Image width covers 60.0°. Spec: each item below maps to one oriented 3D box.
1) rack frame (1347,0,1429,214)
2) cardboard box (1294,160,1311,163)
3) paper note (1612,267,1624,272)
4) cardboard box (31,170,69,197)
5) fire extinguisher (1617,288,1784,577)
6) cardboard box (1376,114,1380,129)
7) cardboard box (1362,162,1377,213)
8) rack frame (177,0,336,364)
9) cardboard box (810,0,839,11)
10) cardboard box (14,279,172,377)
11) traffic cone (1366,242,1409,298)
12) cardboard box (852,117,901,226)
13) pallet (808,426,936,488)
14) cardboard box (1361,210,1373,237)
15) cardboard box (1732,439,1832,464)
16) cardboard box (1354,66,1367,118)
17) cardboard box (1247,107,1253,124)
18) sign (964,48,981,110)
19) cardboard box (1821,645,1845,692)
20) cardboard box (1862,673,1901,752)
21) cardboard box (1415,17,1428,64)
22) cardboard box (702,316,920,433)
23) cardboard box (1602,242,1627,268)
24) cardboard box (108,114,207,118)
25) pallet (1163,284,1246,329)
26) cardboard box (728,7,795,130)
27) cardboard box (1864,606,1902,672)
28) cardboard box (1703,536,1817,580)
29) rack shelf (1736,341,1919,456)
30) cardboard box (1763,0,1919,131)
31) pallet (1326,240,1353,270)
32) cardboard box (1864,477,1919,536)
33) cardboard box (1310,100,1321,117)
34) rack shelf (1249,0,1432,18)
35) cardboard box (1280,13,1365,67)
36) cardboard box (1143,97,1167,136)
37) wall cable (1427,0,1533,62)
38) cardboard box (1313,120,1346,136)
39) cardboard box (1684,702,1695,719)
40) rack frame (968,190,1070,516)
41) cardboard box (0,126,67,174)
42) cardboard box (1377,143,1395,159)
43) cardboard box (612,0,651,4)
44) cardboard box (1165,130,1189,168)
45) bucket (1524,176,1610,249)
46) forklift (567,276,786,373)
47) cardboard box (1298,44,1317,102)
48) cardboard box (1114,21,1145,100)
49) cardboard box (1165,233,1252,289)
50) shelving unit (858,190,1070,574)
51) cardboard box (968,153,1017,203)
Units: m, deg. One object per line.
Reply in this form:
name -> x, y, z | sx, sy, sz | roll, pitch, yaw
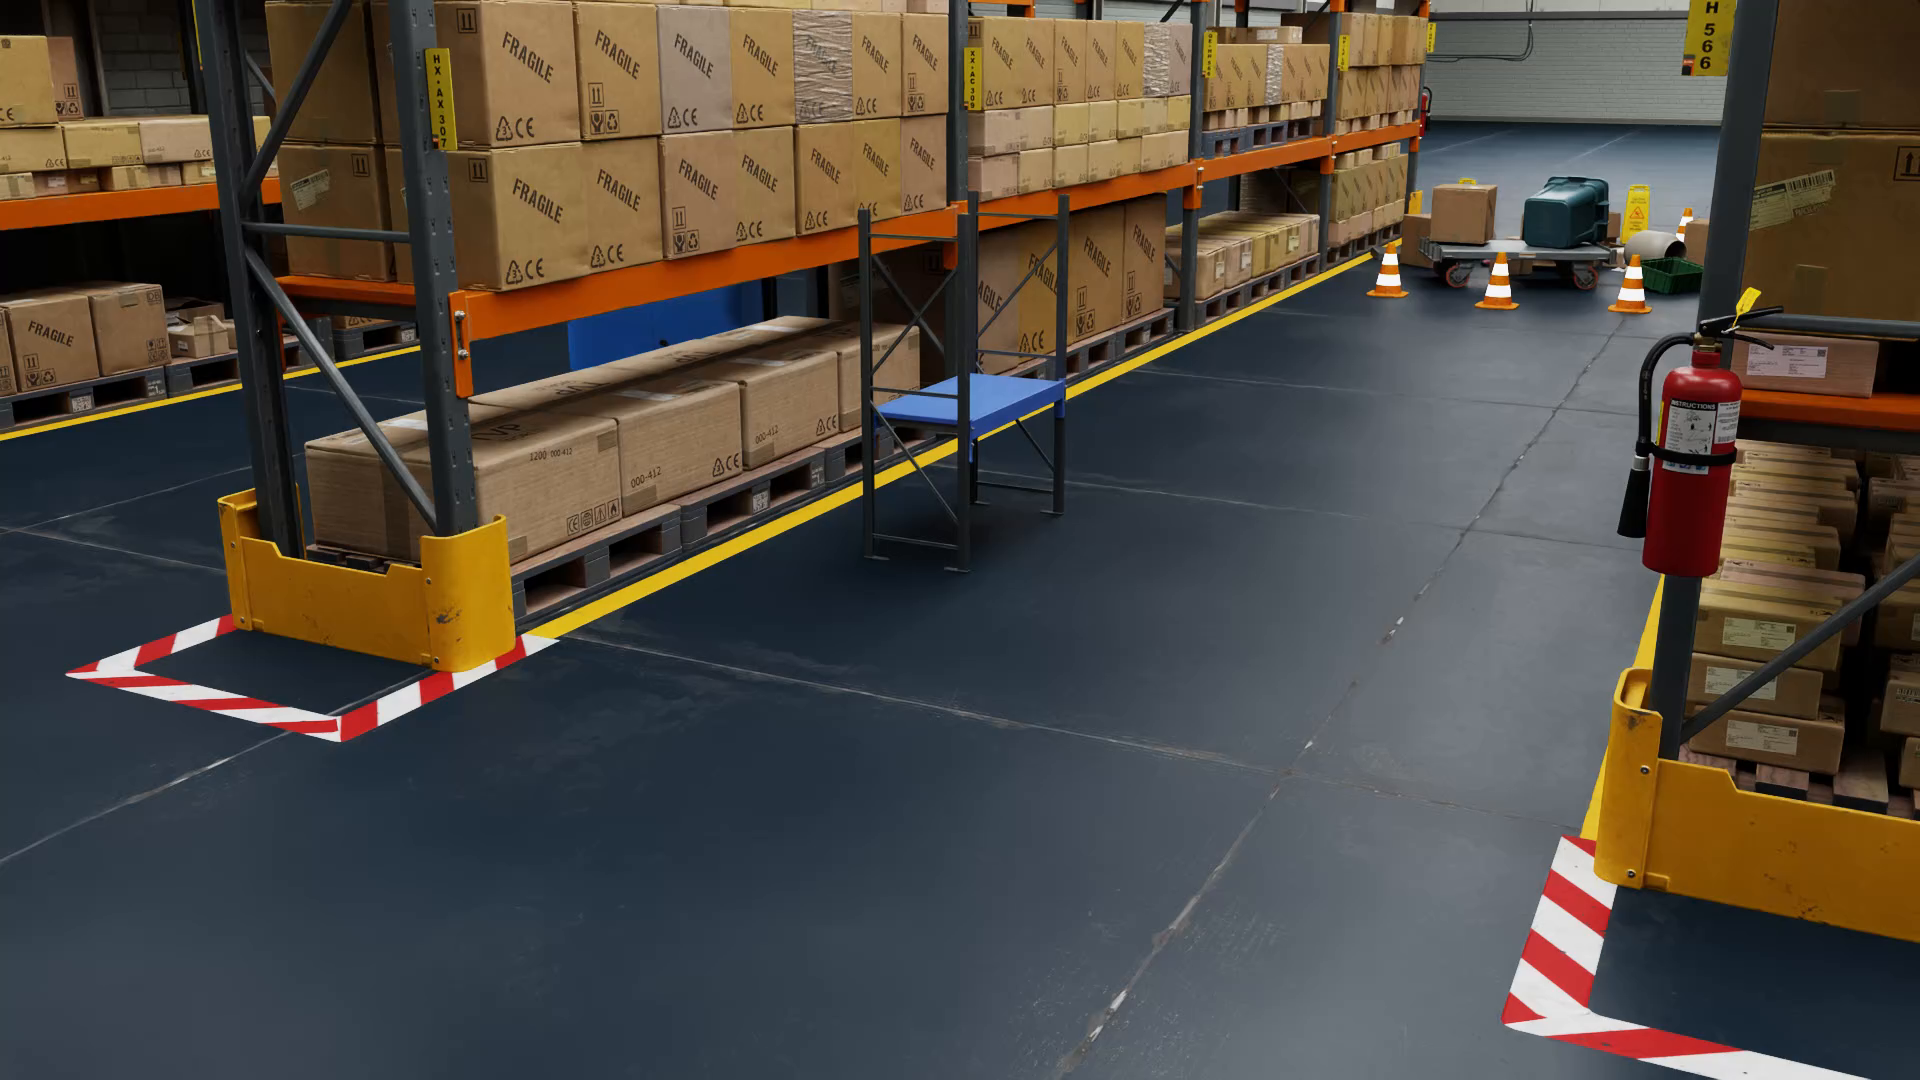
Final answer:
rack frame -> 4.933, -5.157, 19.619 | 1.000, 3.000, 0.127 | 8, 18, 25
cardboard box -> 3.623, -3.826, 17.911 | 0.500, 0.500, 0.500 | 9, 19, 28
paper note -> 6.589, -2.686, 16.527 | 0.155, 0.023, 0.172 | -15, 22, -41
cardboard box -> -5.493, -2.106, 9.789 | 0.380, 0.149, 0.250 | 8, 18, 25
fire extinguisher -> 1.732, -0.256, 3.909 | 0.296, 0.674, 0.183 | 8, 18, 25
cardboard box -> 4.241, -4.450, 17.678 | 0.380, 0.149, 0.250 | 8, 18, 25
cardboard box -> 4.113, -3.766, 17.712 | 0.500, 0.500, 0.500 | 9, 19, 28
rack frame -> -4.871, -2.731, 11.451 | 1.000, 3.000, 0.127 | 8, 18, 25
cardboard box -> -0.793, -2.569, 7.834 | 0.380, 0.149, 0.250 | 8, 18, 25
cardboard box -> -5.420, -1.336, 10.407 | 0.700, 0.500, 0.500 | 7, 18, 23
traffic cone -> 3.844, -2.428, 14.886 | 0.336, 0.463, 0.334 | 8, 18, 25
cardboard box -> -0.632, -1.866, 8.363 | 0.500, 0.500, 0.500 | 8, 18, 24
pallet -> -0.839, -0.580, 9.106 | 1.003, 0.211, 1.213 | 8, 18, 25
cardboard box -> 4.114, -3.410, 17.829 | 0.500, 0.250, 0.500 | 8, 18, 25
cardboard box -> 3.178, -0.298, 6.483 | 0.380, 0.149, 0.250 | 9, 19, 27
cardboard box -> 3.795, -4.536, 16.830 | 0.500, 0.500, 0.500 | 8, 18, 25
cardboard box -> 2.261, -3.606, 14.102 | 0.380, 0.149, 0.250 | 9, 19, 28
sign -> 0.068, -2.483, 8.957 | 0.100, 0.325, 0.005 | 8, 18, 25
cardboard box -> 2.403, 0.315, 4.943 | 0.380, 0.149, 0.250 | 8, 18, 24
cardboard box -> 2.822, 0.518, 4.782 | 0.380, 0.149, 0.250 | 8, 18, 25
cardboard box -> 4.900, -5.669, 18.888 | 0.700, 0.500, 0.500 | 8, 18, 24
cardboard box -> -0.805, -0.927, 9.140 | 0.875, 0.438, 0.875 | 8, 18, 25
cardboard box -> 6.740, -2.896, 16.807 | 0.396, 0.266, 0.258 | 12, 20, 35
cardboard box -> -5.334, -2.710, 11.121 | 0.500, 0.250, 0.500 | 8, 18, 25
pallet -> 1.709, -1.981, 13.825 | 1.003, 0.211, 1.213 | 8, 18, 25
cardboard box -> -1.077, -2.087, 7.349 | 0.500, 0.500, 0.500 | 8, 18, 26
cardboard box -> 2.924, 0.308, 4.965 | 0.380, 0.149, 0.250 | 8, 18, 26
cardboard box -> 2.433, 0.097, 5.155 | 0.380, 0.149, 0.250 | 8, 18, 24
rack shelf -> 3.151, -0.642, 5.681 | 1.077, 0.370, 4.000 | 8, 18, 25
cardboard box -> 2.239, -1.296, 4.164 | 0.500, 0.500, 0.500 | 8, 18, 24
pallet -> 3.414, -2.977, 17.177 | 1.003, 0.211, 1.213 | 8, 18, 25
cardboard box -> 3.393, -0.102, 5.823 | 0.380, 0.149, 0.250 | 8, 18, 26
cardboard box -> 3.163, -4.053, 15.605 | 0.380, 0.149, 0.250 | 8, 18, 26
rack shelf -> 4.040, -5.741, 17.579 | 1.077, 0.370, 4.000 | 8, 18, 25
cardboard box -> 3.537, -4.892, 16.274 | 0.700, 0.500, 0.500 | 8, 18, 25
cardboard box -> 1.144, -3.000, 11.743 | 0.500, 0.250, 0.500 | 8, 18, 24
wall cable -> 15.278, -15.336, 48.806 | 3.097, 2.526, 0.112 | 8, 18, 25
cardboard box -> 3.574, -4.057, 16.357 | 0.380, 0.149, 0.250 | 8, 18, 25
cardboard box -> 2.330, 0.449, 5.014 | 0.380, 0.149, 0.250 | 9, 19, 27
rack frame -> 0.265, -0.870, 7.820 | 0.500, 1.500, 0.032 | 8, 18, 25
cardboard box -> -5.556, -2.255, 9.589 | 0.500, 0.250, 0.500 | 8, 18, 24
cardboard box -> 4.590, -4.308, 18.395 | 0.380, 0.149, 0.250 | 8, 19, 26
cardboard box -> -1.436, -2.172, 6.497 | 0.380, 0.149, 0.250 | 7, 18, 24
cardboard box -> 1.365, -2.886, 12.234 | 0.500, 0.250, 0.500 | 7, 18, 23
bucket -> 5.618, -3.022, 15.509 | 0.620, 0.611, 0.726 | -27, 30, -37
forklift -> -1.756, -2.491, 10.764 | 1.130, 2.935, 3.031 | 0, 17, 1
cardboard box -> 2.924, -4.257, 15.152 | 0.500, 0.500, 0.500 | 8, 18, 26
cardboard box -> 0.912, -3.224, 11.179 | 0.500, 0.500, 0.500 | 8, 18, 25
cardboard box -> 1.943, -2.393, 14.189 | 0.950, 0.372, 0.625 | 8, 18, 24
shelving unit -> 0.038, -0.741, 7.384 | 0.538, 1.500, 1.048 | 8, 18, 25
cardboard box -> 0.004, -2.107, 9.613 | 0.500, 0.250, 0.500 | 8, 18, 24
